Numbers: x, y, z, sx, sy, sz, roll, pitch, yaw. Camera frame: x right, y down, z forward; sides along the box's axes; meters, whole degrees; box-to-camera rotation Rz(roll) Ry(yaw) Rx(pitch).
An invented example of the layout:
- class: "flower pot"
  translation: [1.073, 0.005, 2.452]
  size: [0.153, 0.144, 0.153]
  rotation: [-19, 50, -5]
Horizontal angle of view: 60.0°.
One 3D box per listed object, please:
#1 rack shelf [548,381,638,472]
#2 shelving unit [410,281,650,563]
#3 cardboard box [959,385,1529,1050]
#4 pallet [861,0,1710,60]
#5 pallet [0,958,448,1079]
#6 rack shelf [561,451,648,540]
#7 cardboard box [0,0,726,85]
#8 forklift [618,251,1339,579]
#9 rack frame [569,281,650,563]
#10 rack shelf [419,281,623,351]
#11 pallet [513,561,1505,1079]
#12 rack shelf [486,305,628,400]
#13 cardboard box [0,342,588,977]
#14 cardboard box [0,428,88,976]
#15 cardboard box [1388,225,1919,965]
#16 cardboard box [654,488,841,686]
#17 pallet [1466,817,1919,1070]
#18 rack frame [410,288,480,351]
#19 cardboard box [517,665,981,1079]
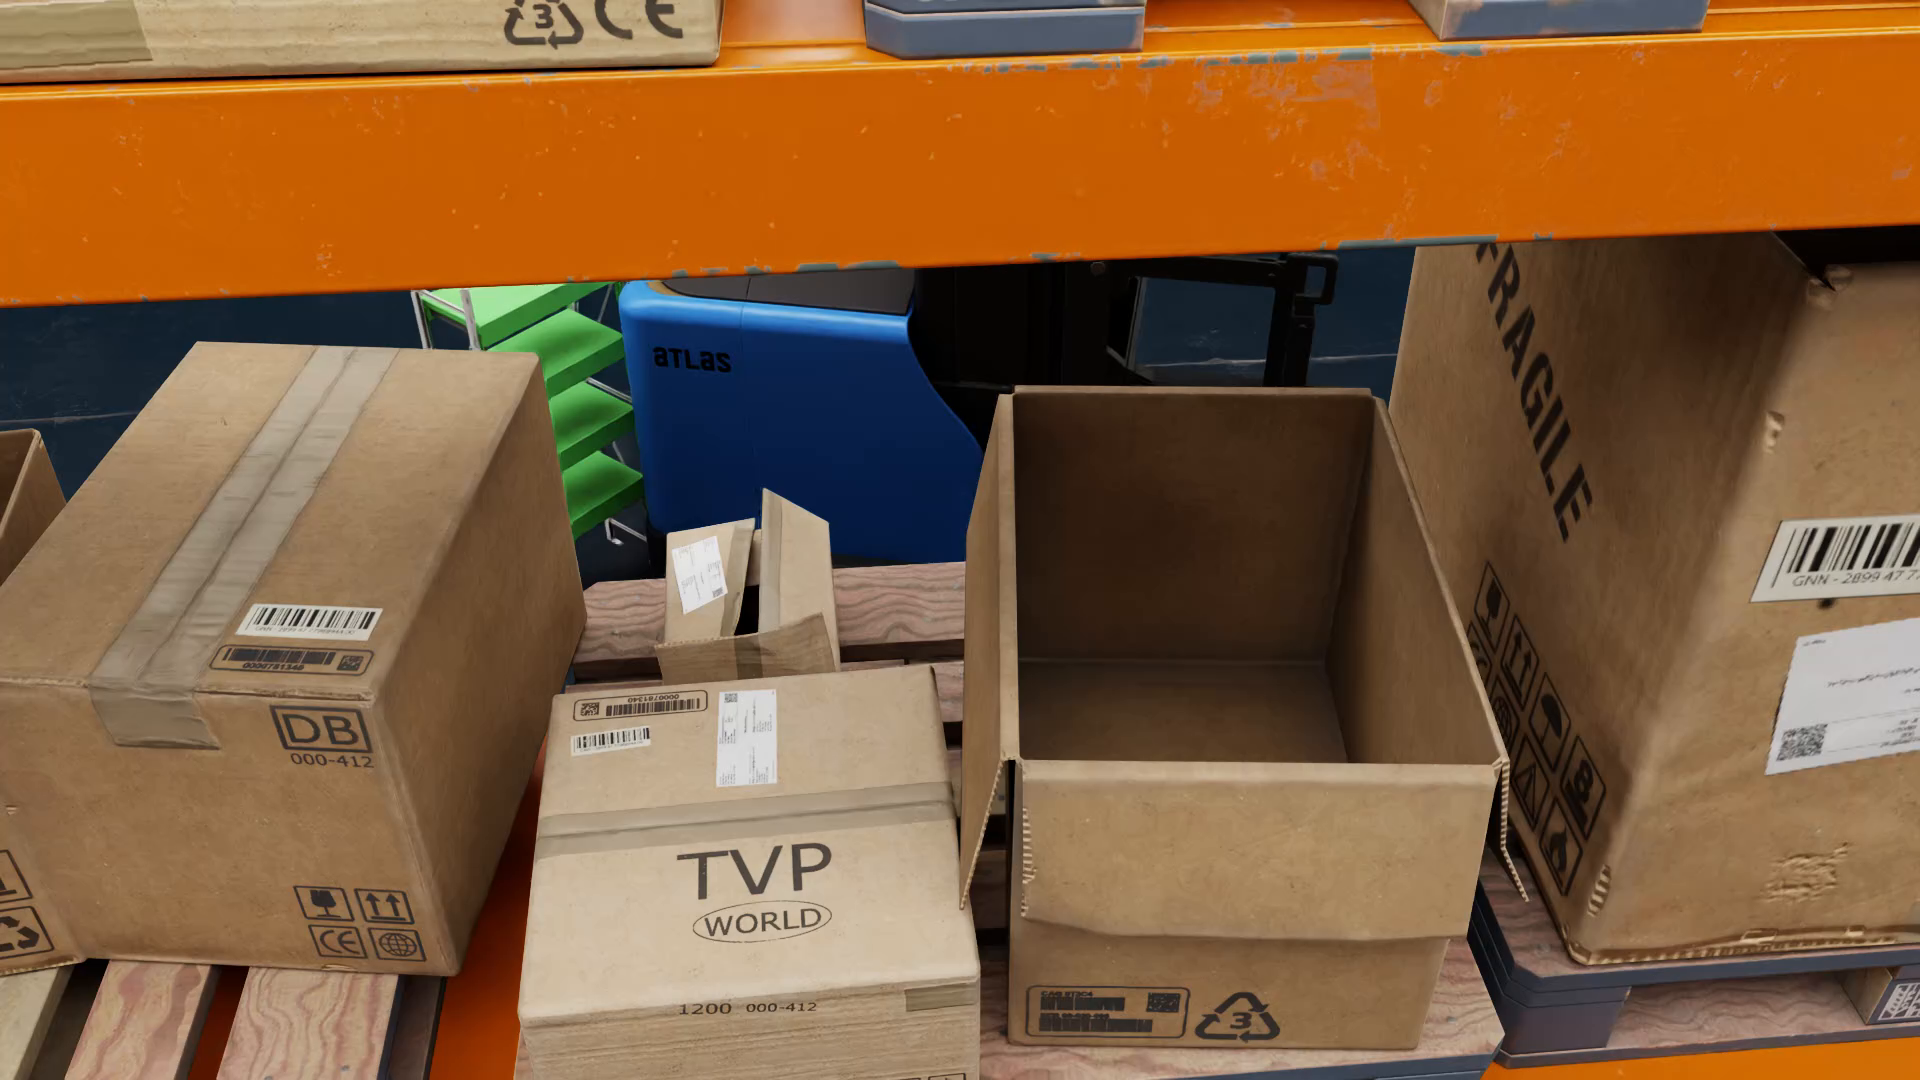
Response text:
- class: "rack shelf"
  translation: [-1.163, -0.264, 4.717]
  size: [0.258, 0.148, 0.480]
  rotation: [26, 45, 29]
- class: "shelving unit"
  translation: [-1.163, -0.314, 4.678]
  size: [0.258, 1.200, 0.503]
  rotation: [26, 45, 29]
- class: "cardboard box"
  translation: [0.322, 0.214, 2.135]
  size: [0.637, 0.503, 0.797]
  rotation: [1, 38, 1]
- class: "pallet"
  translation: [0.383, -0.810, 1.585]
  size: [1.003, 0.211, 1.213]
  rotation: [-3, 38, -4]
- class: "pallet"
  translation: [-1.243, 0.457, 2.404]
  size: [1.003, 0.211, 1.213]
  rotation: [-3, 38, -4]
- class: "rack shelf"
  translation: [-1.164, -0.075, 4.865]
  size: [0.258, 0.148, 0.480]
  rotation: [26, 45, 29]
- class: "cardboard box"
  translation: [-0.431, -0.563, 1.242]
  size: [0.500, 0.250, 0.500]
  rotation: [-2, 38, -3]
- class: "forklift"
  translation: [0.649, -1.083, 4.256]
  size: [3.031, 2.935, 1.130]
  rotation: [6, 39, 7]
- class: "rack frame"
  translation: [-1.013, -0.432, 4.829]
  size: [0.240, 1.200, 0.015]
  rotation: [26, 45, 29]
- class: "rack shelf"
  translation: [-1.162, -0.642, 4.421]
  size: [0.258, 0.148, 0.480]
  rotation: [26, 45, 29]
- class: "pallet"
  translation: [0.024, 0.428, 2.441]
  size: [1.213, 0.211, 1.003]
  rotation: [-3, 38, -4]
- class: "rack shelf"
  translation: [-1.163, -0.453, 4.569]
  size: [0.258, 0.148, 0.480]
  rotation: [26, 45, 29]
- class: "cardboard box"
  translation: [-0.862, 0.136, 2.237]
  size: [0.500, 0.500, 0.700]
  rotation: [2, 38, 3]
- class: "cardboard box"
  translation: [-1.410, 0.228, 2.120]
  size: [0.500, 0.500, 0.500]
  rotation: [-8, 39, -10]
- class: "cardboard box"
  translation: [1.237, -0.176, 2.229]
  size: [1.000, 1.000, 1.000]
  rotation: [-3, 38, -4]
- class: "cardboard box"
  translation: [-0.307, 0.116, 2.451]
  size: [0.258, 0.266, 0.396]
  rotation: [-4, 38, -5]
- class: "pallet"
  translation: [1.266, 0.294, 2.610]
  size: [1.213, 0.211, 1.003]
  rotation: [-3, 38, -4]
- class: "rack frame"
  translation: [-1.314, -0.196, 4.526]
  size: [0.240, 1.200, 0.015]
  rotation: [26, 45, 29]
- class: "cardboard box"
  translation: [-0.254, 0.430, 2.065]
  size: [0.500, 0.250, 0.500]
  rotation: [-4, 38, -5]
